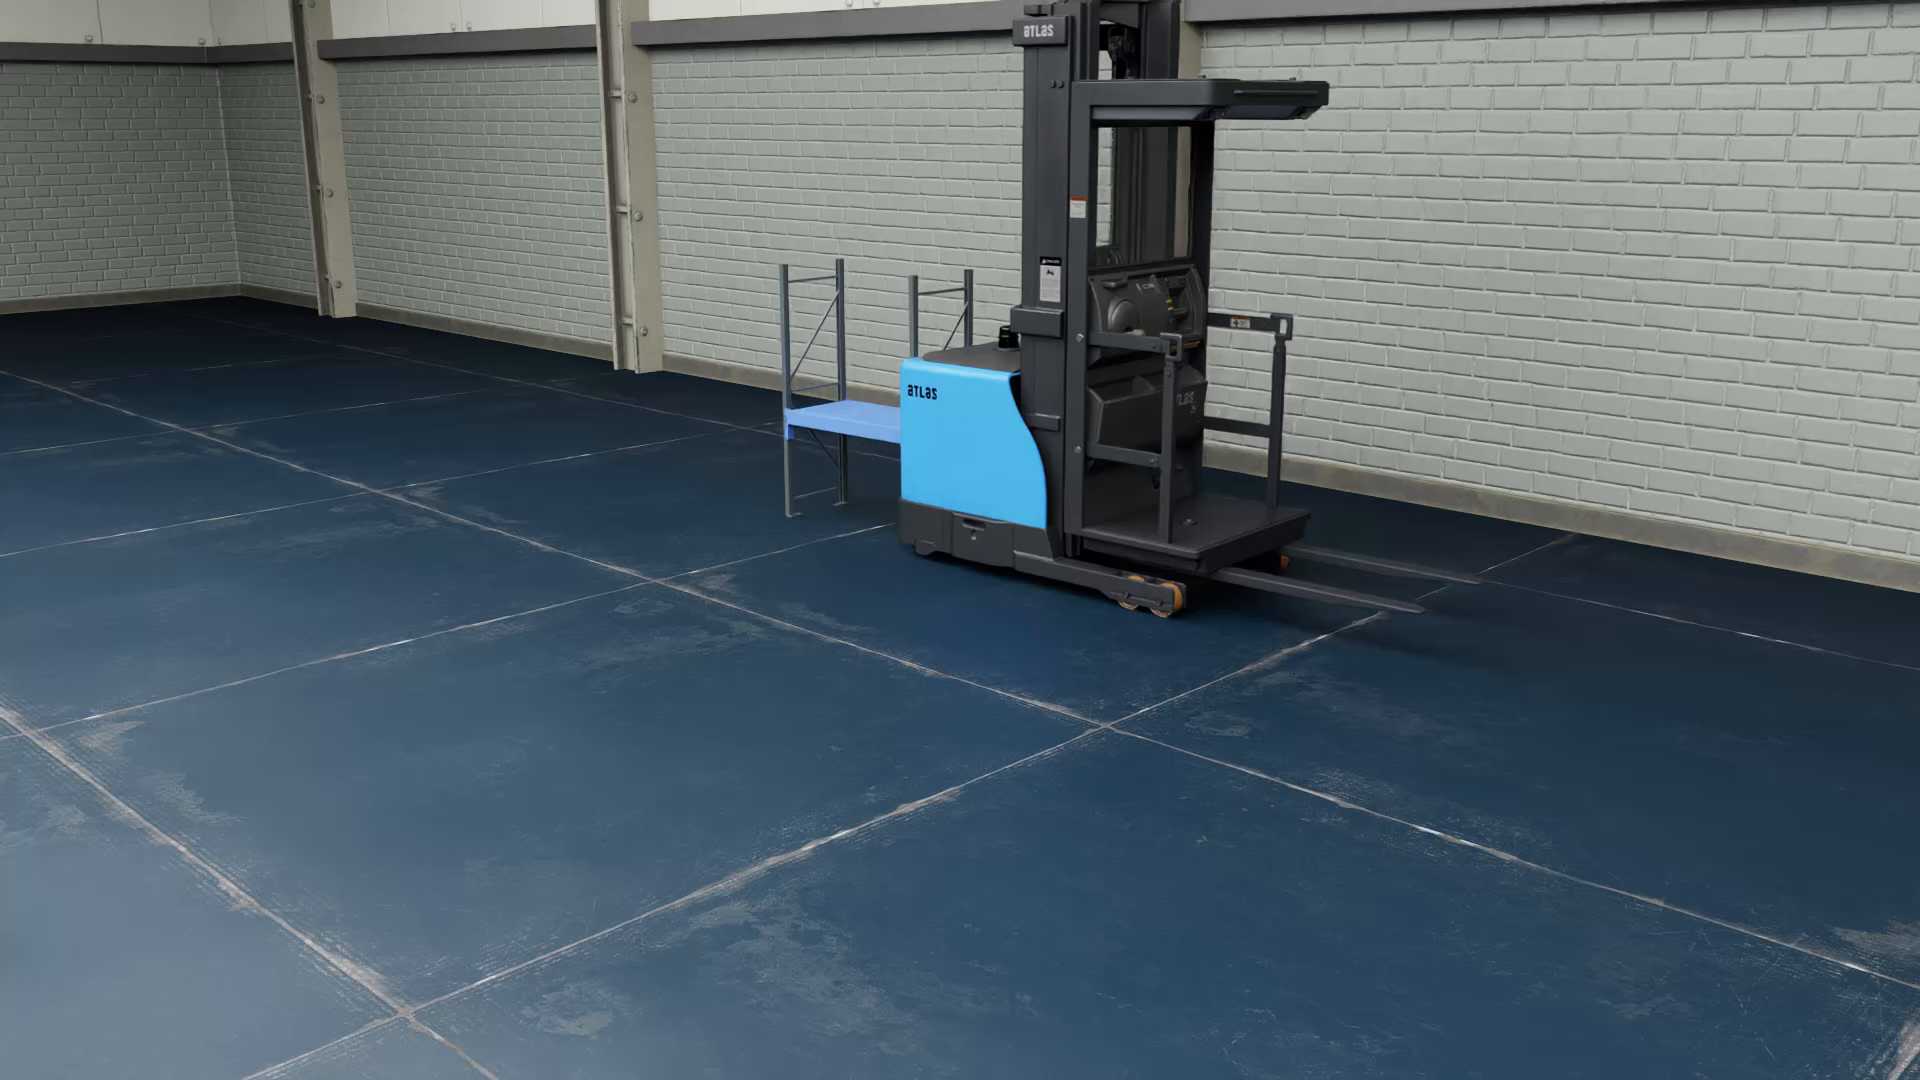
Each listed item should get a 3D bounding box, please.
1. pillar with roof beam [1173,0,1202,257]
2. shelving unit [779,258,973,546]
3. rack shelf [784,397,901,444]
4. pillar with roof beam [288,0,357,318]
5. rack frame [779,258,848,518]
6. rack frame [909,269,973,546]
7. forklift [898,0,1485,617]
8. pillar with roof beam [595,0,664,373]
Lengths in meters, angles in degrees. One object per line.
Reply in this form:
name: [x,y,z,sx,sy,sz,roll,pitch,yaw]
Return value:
pillar with roof beam: [-1.666,-4.119,7.393,0.400,9.000,9.100,14,20,42]
shelving unit: [-0.485,-0.826,9.627,1.048,1.500,0.538,12,19,39]
rack shelf: [-0.485,-0.652,9.672,1.000,0.185,0.538,12,19,39]
pillar with roof beam: [-10.304,-6.219,15.453,0.400,9.000,9.100,14,20,42]
rack frame: [-0.869,-0.910,9.949,0.032,1.500,0.500,12,19,39]
rack frame: [-0.102,-0.742,9.304,0.032,1.500,0.500,12,19,39]
forklift: [1.106,-1.196,8.209,3.031,2.935,1.130,12,19,39]
pillar with roof beam: [-5.985,-5.169,11.423,0.400,9.000,9.100,14,20,42]
